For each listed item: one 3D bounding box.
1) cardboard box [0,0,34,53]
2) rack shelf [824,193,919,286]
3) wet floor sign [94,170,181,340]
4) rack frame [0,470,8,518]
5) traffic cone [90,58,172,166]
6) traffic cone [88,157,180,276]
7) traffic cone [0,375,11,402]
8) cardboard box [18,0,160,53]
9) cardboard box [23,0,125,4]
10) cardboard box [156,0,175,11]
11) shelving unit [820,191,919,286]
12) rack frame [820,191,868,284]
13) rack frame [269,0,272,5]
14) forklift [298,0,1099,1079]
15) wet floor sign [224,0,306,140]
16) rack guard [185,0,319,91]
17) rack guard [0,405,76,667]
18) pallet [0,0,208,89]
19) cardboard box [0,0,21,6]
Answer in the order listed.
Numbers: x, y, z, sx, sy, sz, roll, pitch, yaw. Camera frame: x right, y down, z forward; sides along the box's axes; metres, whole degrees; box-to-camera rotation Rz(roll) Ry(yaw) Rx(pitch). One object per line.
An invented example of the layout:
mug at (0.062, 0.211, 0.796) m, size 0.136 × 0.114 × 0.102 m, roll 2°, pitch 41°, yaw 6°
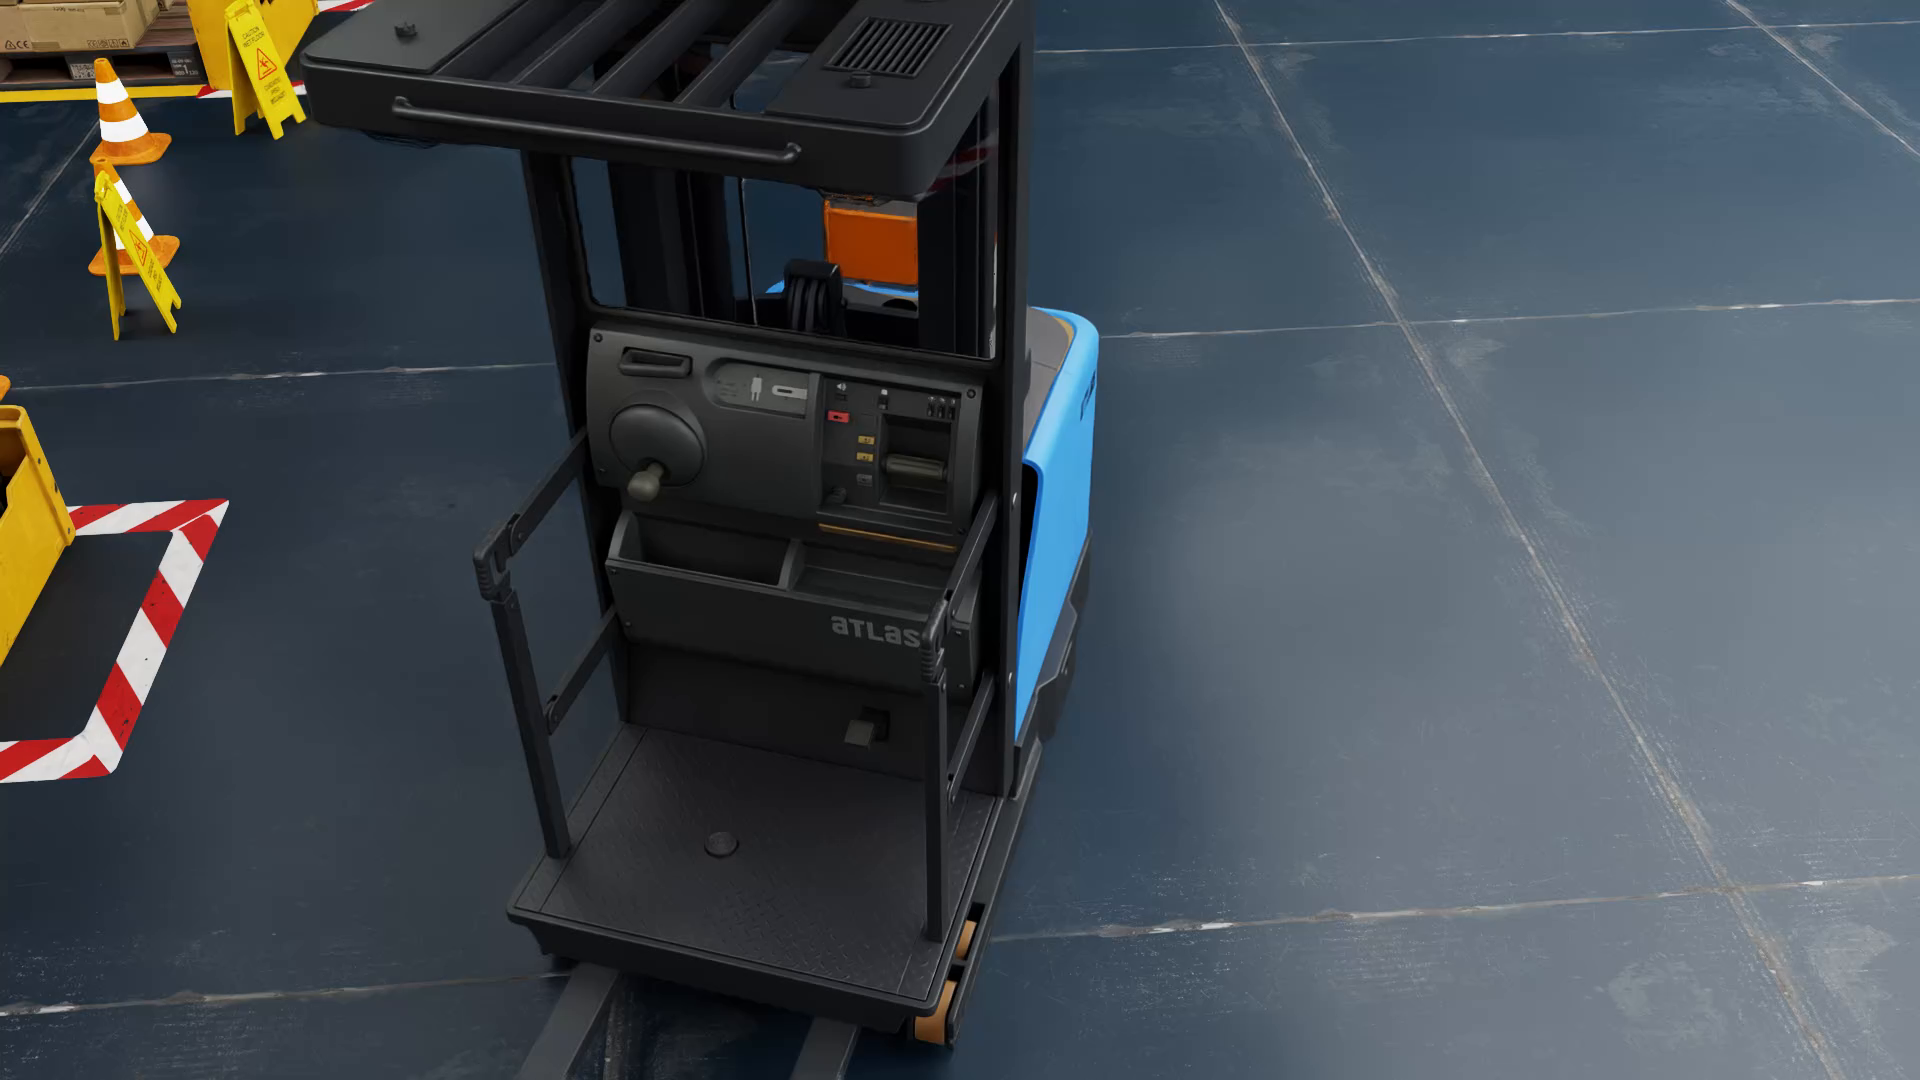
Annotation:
cardboard box at (-5.058, -2.763, 8.711) m, size 0.500 × 0.250 × 0.500 m, roll -3°, pitch 38°, yaw -4°
rack shelf at (-0.122, -0.898, 5.214) m, size 0.480 × 0.518 × 0.431 m, roll 9°, pitch 39°, yaw 11°
wet floor sign at (-3.367, -1.162, 6.702) m, size 0.232 × 0.644 × 0.267 m, roll -9°, pitch 39°, yaw -12°
rack frame at (-3.220, -0.863, 4.422) m, size 0.127 × 3.000 × 1.000 m, roll -3°, pitch 38°, yaw -4°
traffic cone at (-4.074, -2.096, 8.033) m, size 0.334 × 0.463 × 0.336 m, roll -3°, pitch 38°, yaw -4°
traffic cone at (-3.637, -1.430, 7.189) m, size 0.334 × 0.463 × 0.336 m, roll -3°, pitch 38°, yaw -4°
traffic cone at (-3.875, -0.714, 6.282) m, size 0.334 × 0.463 × 0.336 m, roll -3°, pitch 38°, yaw -4°
cardboard box at (-4.565, -2.786, 8.740) m, size 0.500 × 0.250 × 0.500 m, roll -3°, pitch 38°, yaw -4°
cardboard box at (-4.534, -3.087, 8.516) m, size 0.500 × 0.500 × 0.500 m, roll -3°, pitch 38°, yaw -4°
cardboard box at (-4.588, -3.124, 9.168) m, size 0.500 × 0.250 × 0.500 m, roll -3°, pitch 38°, yaw -4°
shelving unit at (-0.122, -0.908, 5.206) m, size 0.503 × 2.100 × 0.431 m, roll 9°, pitch 39°, yaw 11°
rack frame at (-0.359, -0.946, 5.253) m, size 0.015 × 2.100 × 0.400 m, roll 9°, pitch 39°, yaw 11°
rack frame at (-3.760, -3.912, 8.286) m, size 0.127 × 3.000 × 1.000 m, roll -3°, pitch 38°, yaw -4°
forklift at (-0.461, -0.166, 3.594) m, size 1.130 × 2.935 × 3.031 m, roll 10°, pitch 39°, yaw 12°
wet floor sign at (-3.476, -2.338, 8.192) m, size 0.232 × 0.644 × 0.267 m, roll 9°, pitch 39°, yaw 12°
rack guard at (-3.835, -2.926, 9.055) m, size 0.348 × 0.500 × 1.175 m, roll -3°, pitch 38°, yaw -4°
rack guard at (-3.197, 0.117, 5.198) m, size 0.348 × 0.500 × 1.175 m, roll -3°, pitch 38°, yaw -4°
pallet at (-4.648, -2.790, 9.116) m, size 1.213 × 0.211 × 1.003 m, roll -3°, pitch 38°, yaw -4°
cardboard box at (-5.054, -3.056, 8.477) m, size 0.500 × 0.500 × 0.500 m, roll -2°, pitch 38°, yaw -2°
